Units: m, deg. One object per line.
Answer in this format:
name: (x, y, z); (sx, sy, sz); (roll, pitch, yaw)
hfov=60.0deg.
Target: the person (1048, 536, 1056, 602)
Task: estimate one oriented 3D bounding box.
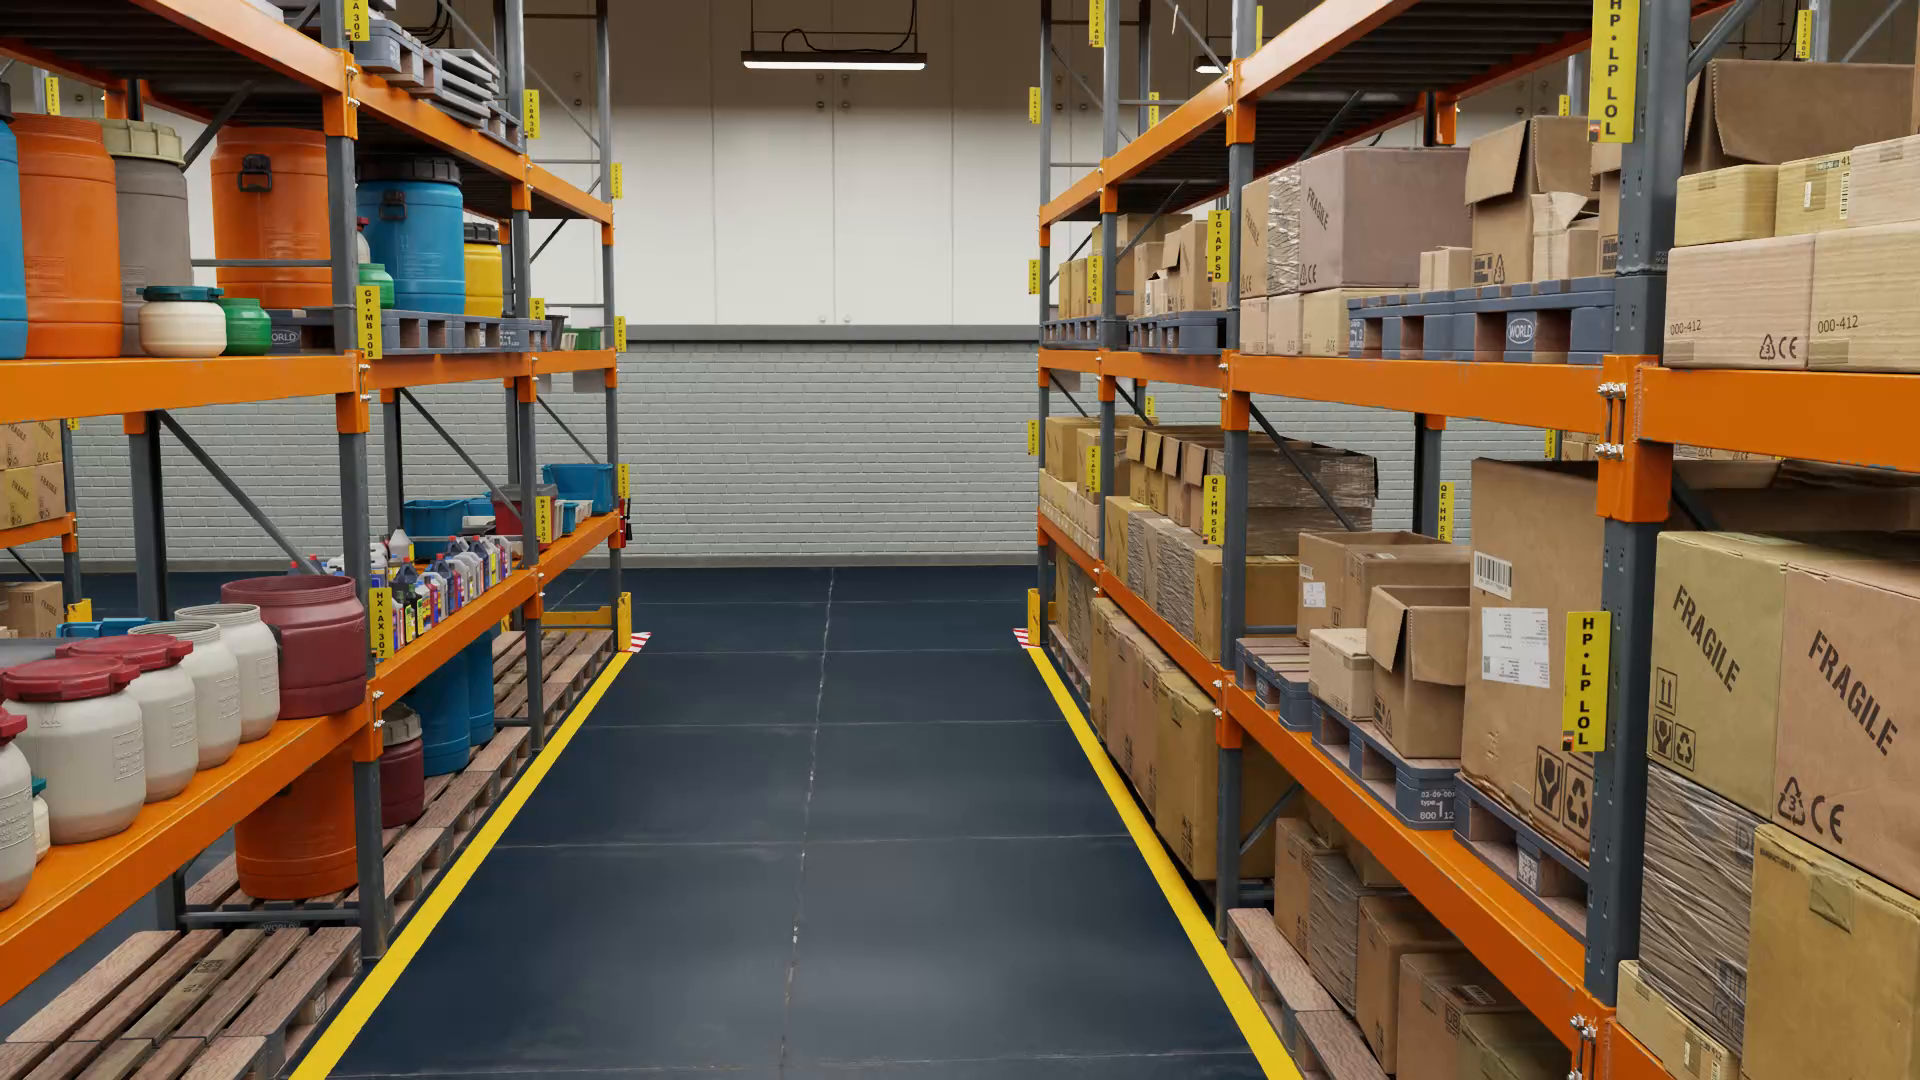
person: (1.066, -0.016, 16.937); (0.428, 1.773, 0.642); (0, 7, -4)
